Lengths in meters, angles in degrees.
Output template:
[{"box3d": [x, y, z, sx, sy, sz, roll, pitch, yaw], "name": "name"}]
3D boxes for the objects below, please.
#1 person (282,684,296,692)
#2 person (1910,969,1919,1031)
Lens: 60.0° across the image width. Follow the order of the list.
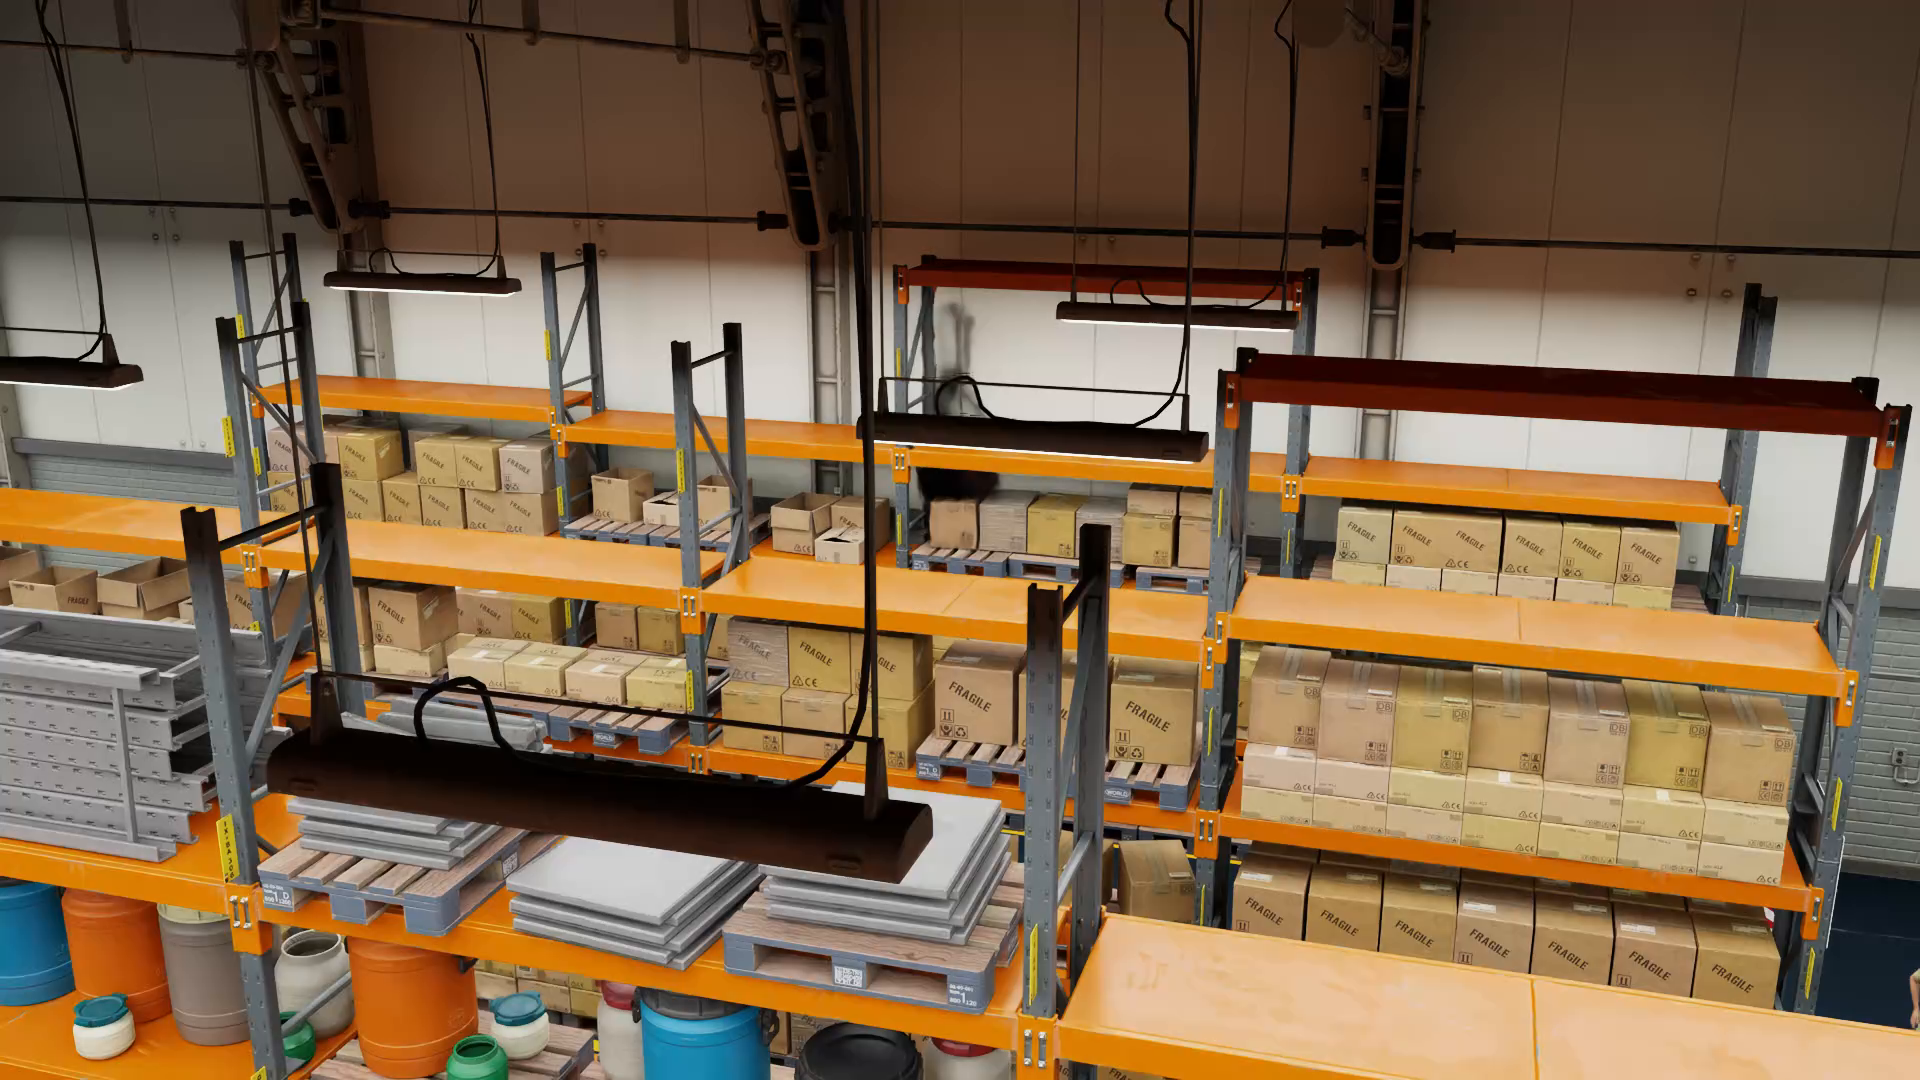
[{"box3d": [-6.931, 2.247, 18.179, 0.962, 1.626, 0.606, 0, 16, -1], "name": "person"}, {"box3d": [7.456, 3.801, 12.611, 0.500, 1.709, 0.832, 5, 17, 16], "name": "person"}]
